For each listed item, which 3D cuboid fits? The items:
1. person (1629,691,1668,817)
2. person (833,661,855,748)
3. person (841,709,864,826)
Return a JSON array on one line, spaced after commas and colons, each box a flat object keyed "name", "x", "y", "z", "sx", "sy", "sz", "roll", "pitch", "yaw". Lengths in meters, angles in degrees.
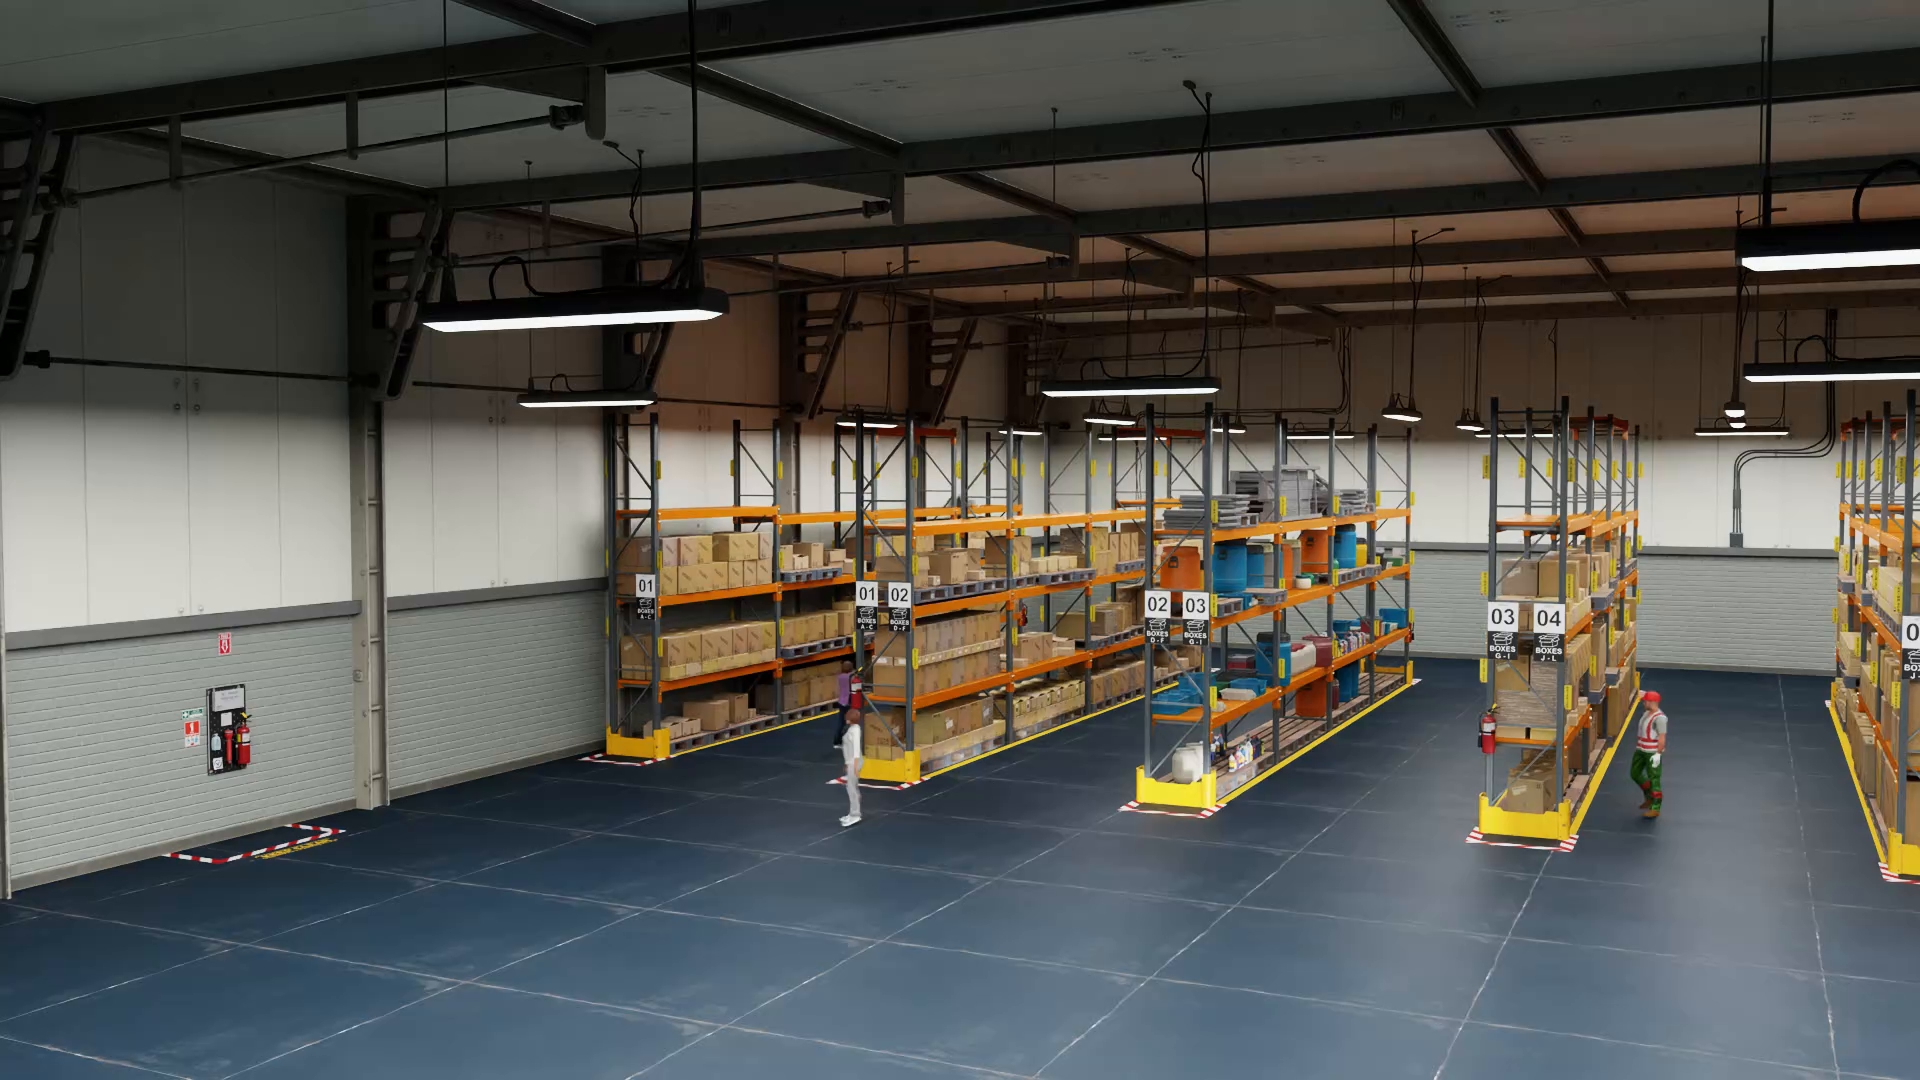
[{"name": "person", "x": 10.015, "y": 3.081, "z": 24.132, "sx": 0.491, "sy": 1.790, "sz": 0.624, "roll": -1, "pitch": 2, "yaw": -15}, {"name": "person", "x": -1.944, "y": 2.955, "z": 29.800, "sx": 0.747, "sy": 1.597, "sz": 0.448, "roll": -2, "pitch": 3, "yaw": -38}, {"name": "person", "x": -1.536, "y": 3.269, "z": 23.627, "sx": 0.334, "sy": 1.521, "sz": 0.480, "roll": 0, "pitch": 2, "yaw": -9}]
